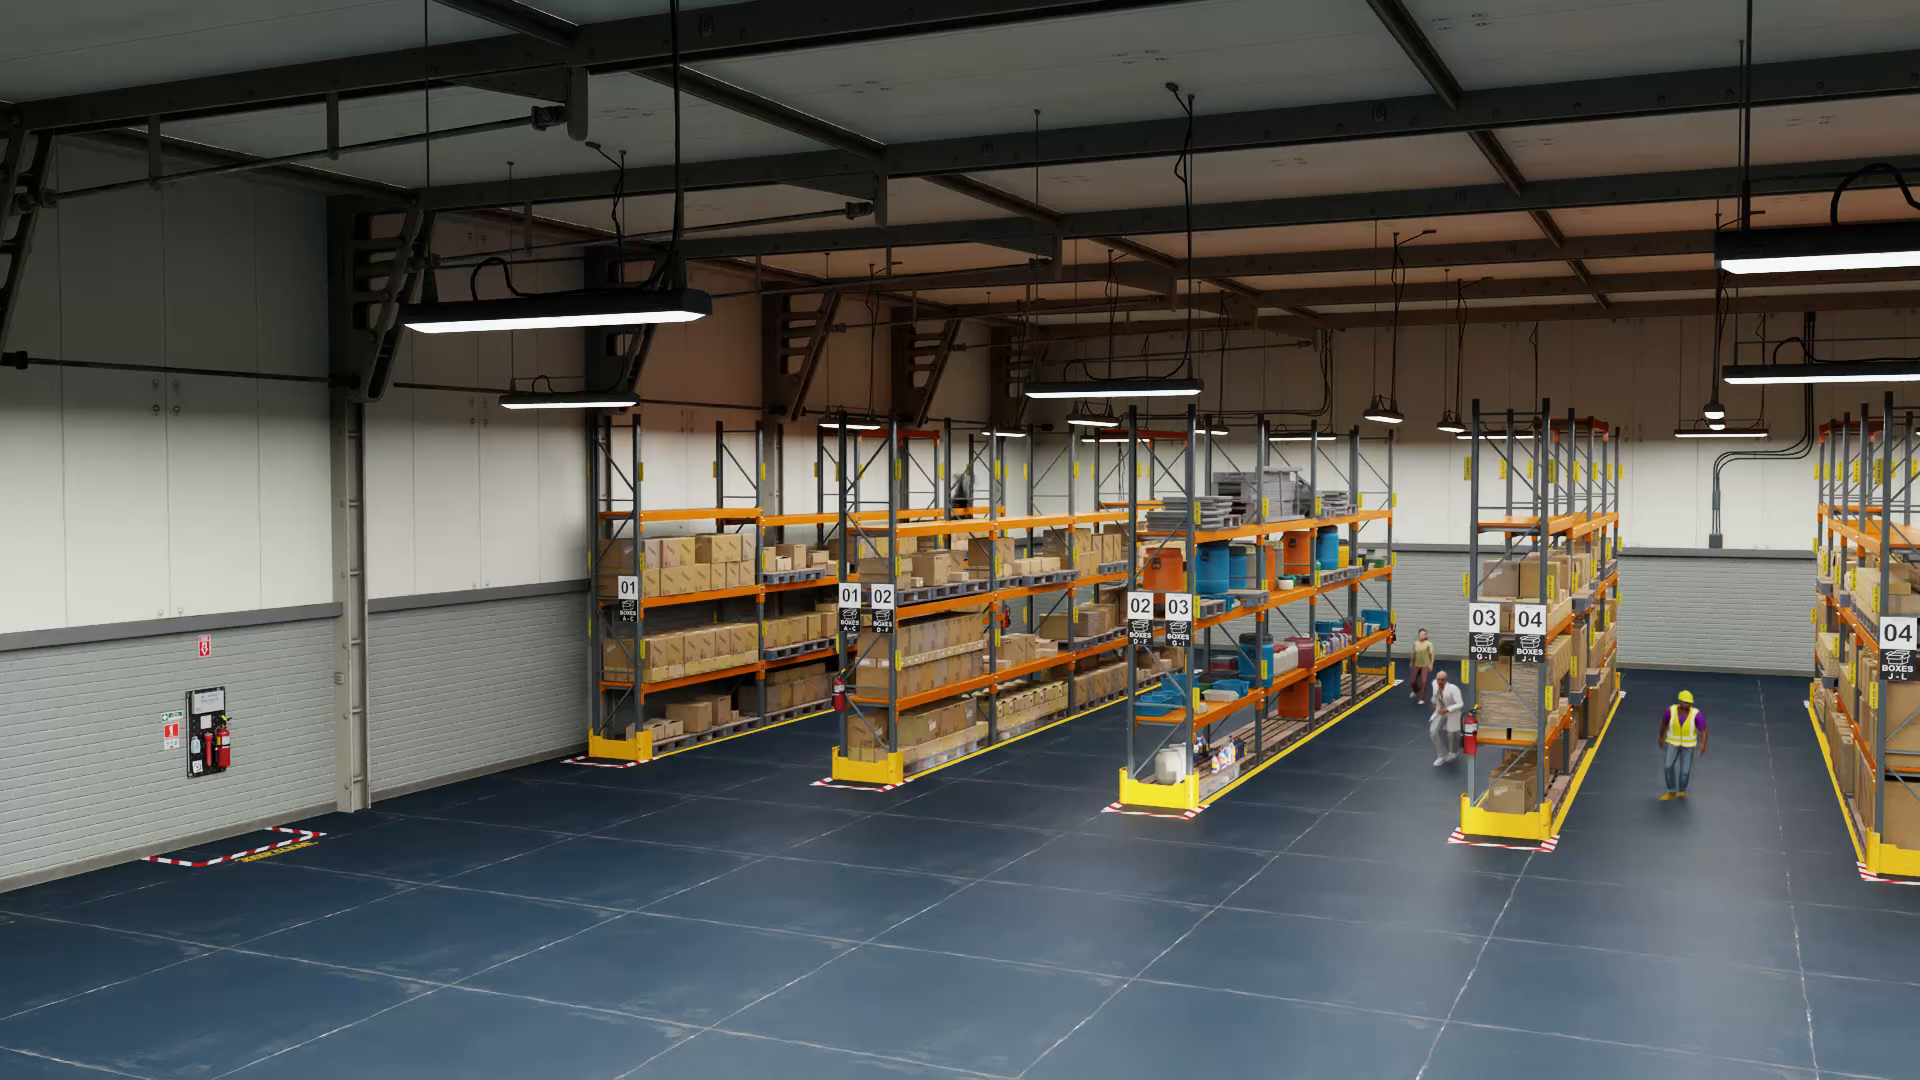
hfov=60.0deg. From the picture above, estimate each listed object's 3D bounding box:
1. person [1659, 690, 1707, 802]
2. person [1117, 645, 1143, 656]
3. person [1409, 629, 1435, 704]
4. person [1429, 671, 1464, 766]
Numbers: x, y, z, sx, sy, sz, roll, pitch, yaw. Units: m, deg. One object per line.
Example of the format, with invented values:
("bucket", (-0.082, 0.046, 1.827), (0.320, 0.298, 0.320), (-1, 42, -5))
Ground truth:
("person", (10.960, 3.116, 25.217), (0.671, 1.713, 0.772), (1, 3, 22))
("person", (4.589, 2.295, 44.243), (0.707, 1.831, 0.920), (-1, 3, -30))
("person", (9.948, 2.708, 35.805), (0.624, 1.636, 0.620), (2, 3, 33))
("person", (8.347, 3.006, 28.393), (0.712, 1.618, 1.156), (2, 3, 39))
